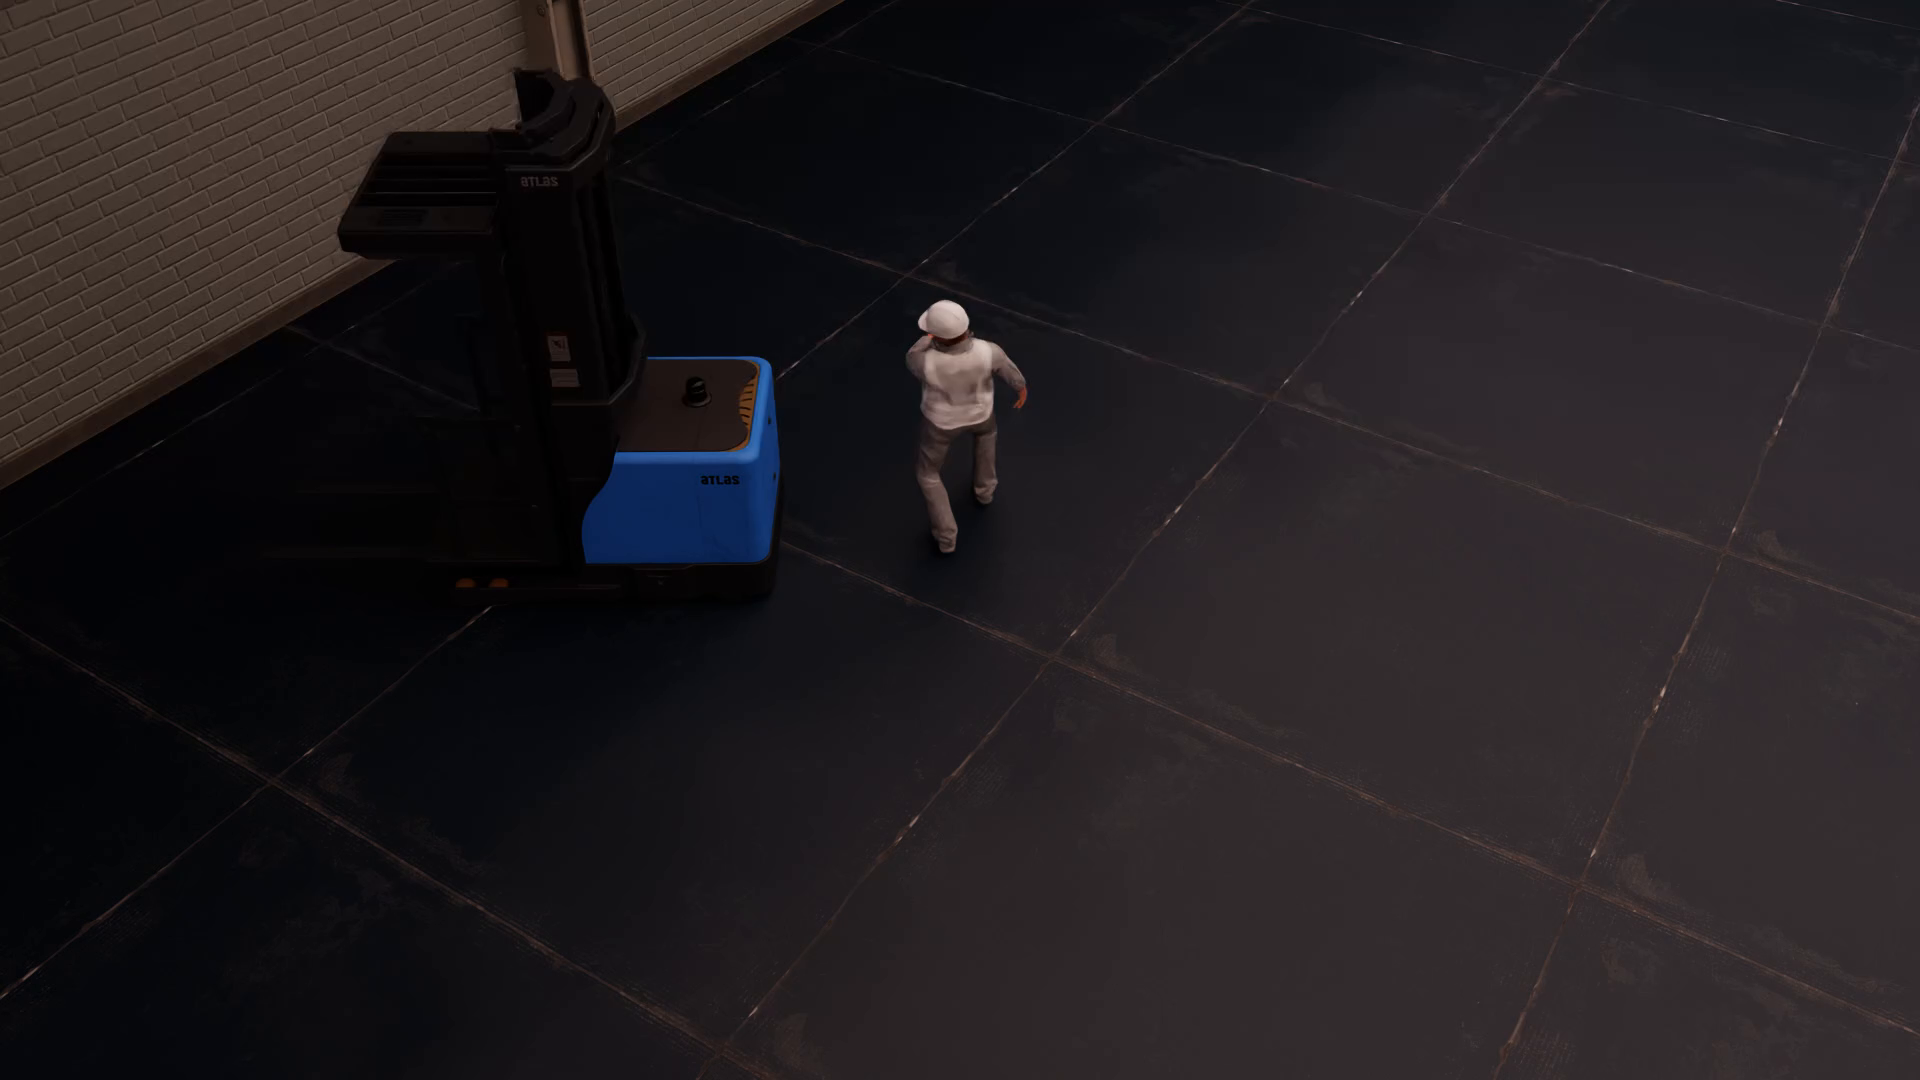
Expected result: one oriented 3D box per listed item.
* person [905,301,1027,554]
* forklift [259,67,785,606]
[{"bbox_3d":[0.038,-0.836,9.945,0.746,1.652,0.836,-16,43,-18],"label":"person"},{"bbox_3d":[-2.614,-1.074,9.234,3.031,2.935,1.130,0,40,0],"label":"forklift"}]
